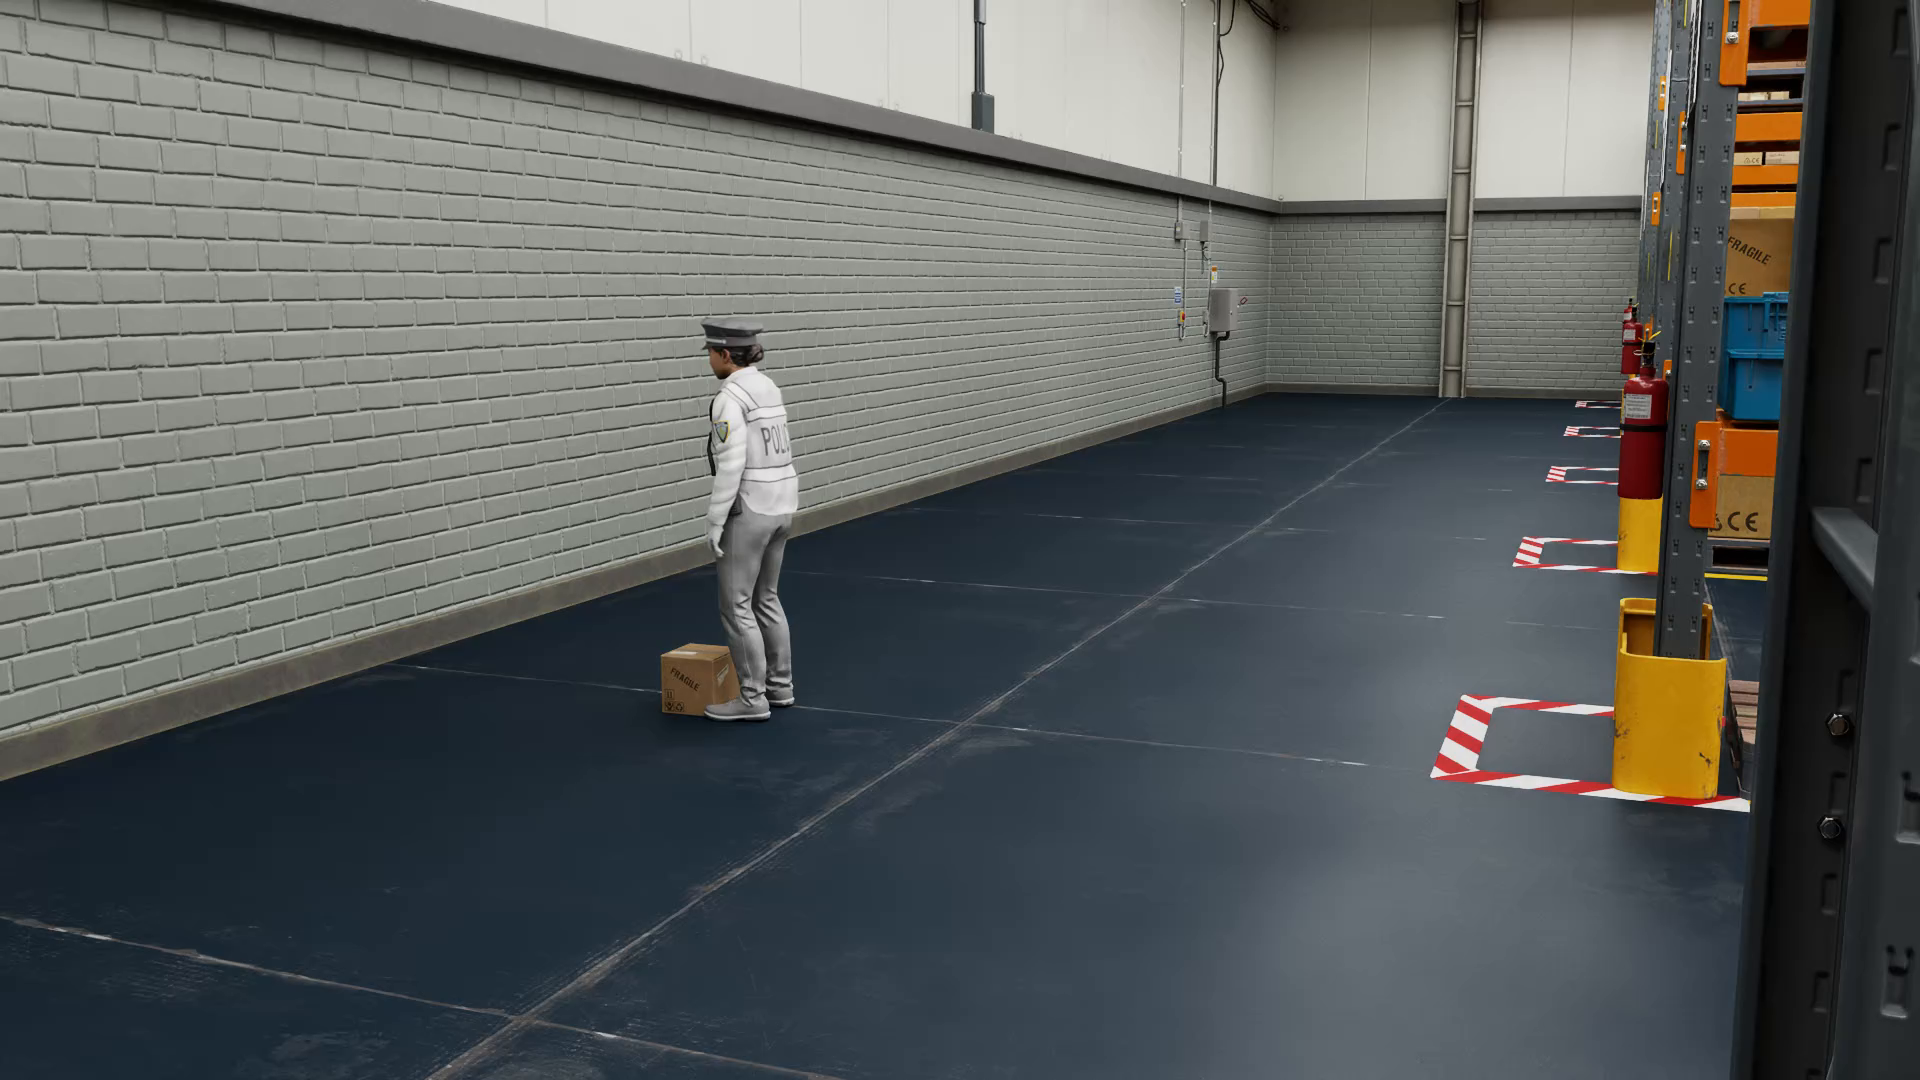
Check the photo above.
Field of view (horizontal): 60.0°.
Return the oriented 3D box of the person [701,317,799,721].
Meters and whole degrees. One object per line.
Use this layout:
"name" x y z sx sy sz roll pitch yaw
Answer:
"person" -0.874 -0.089 6.917 0.372 1.663 0.530 3 9 21
